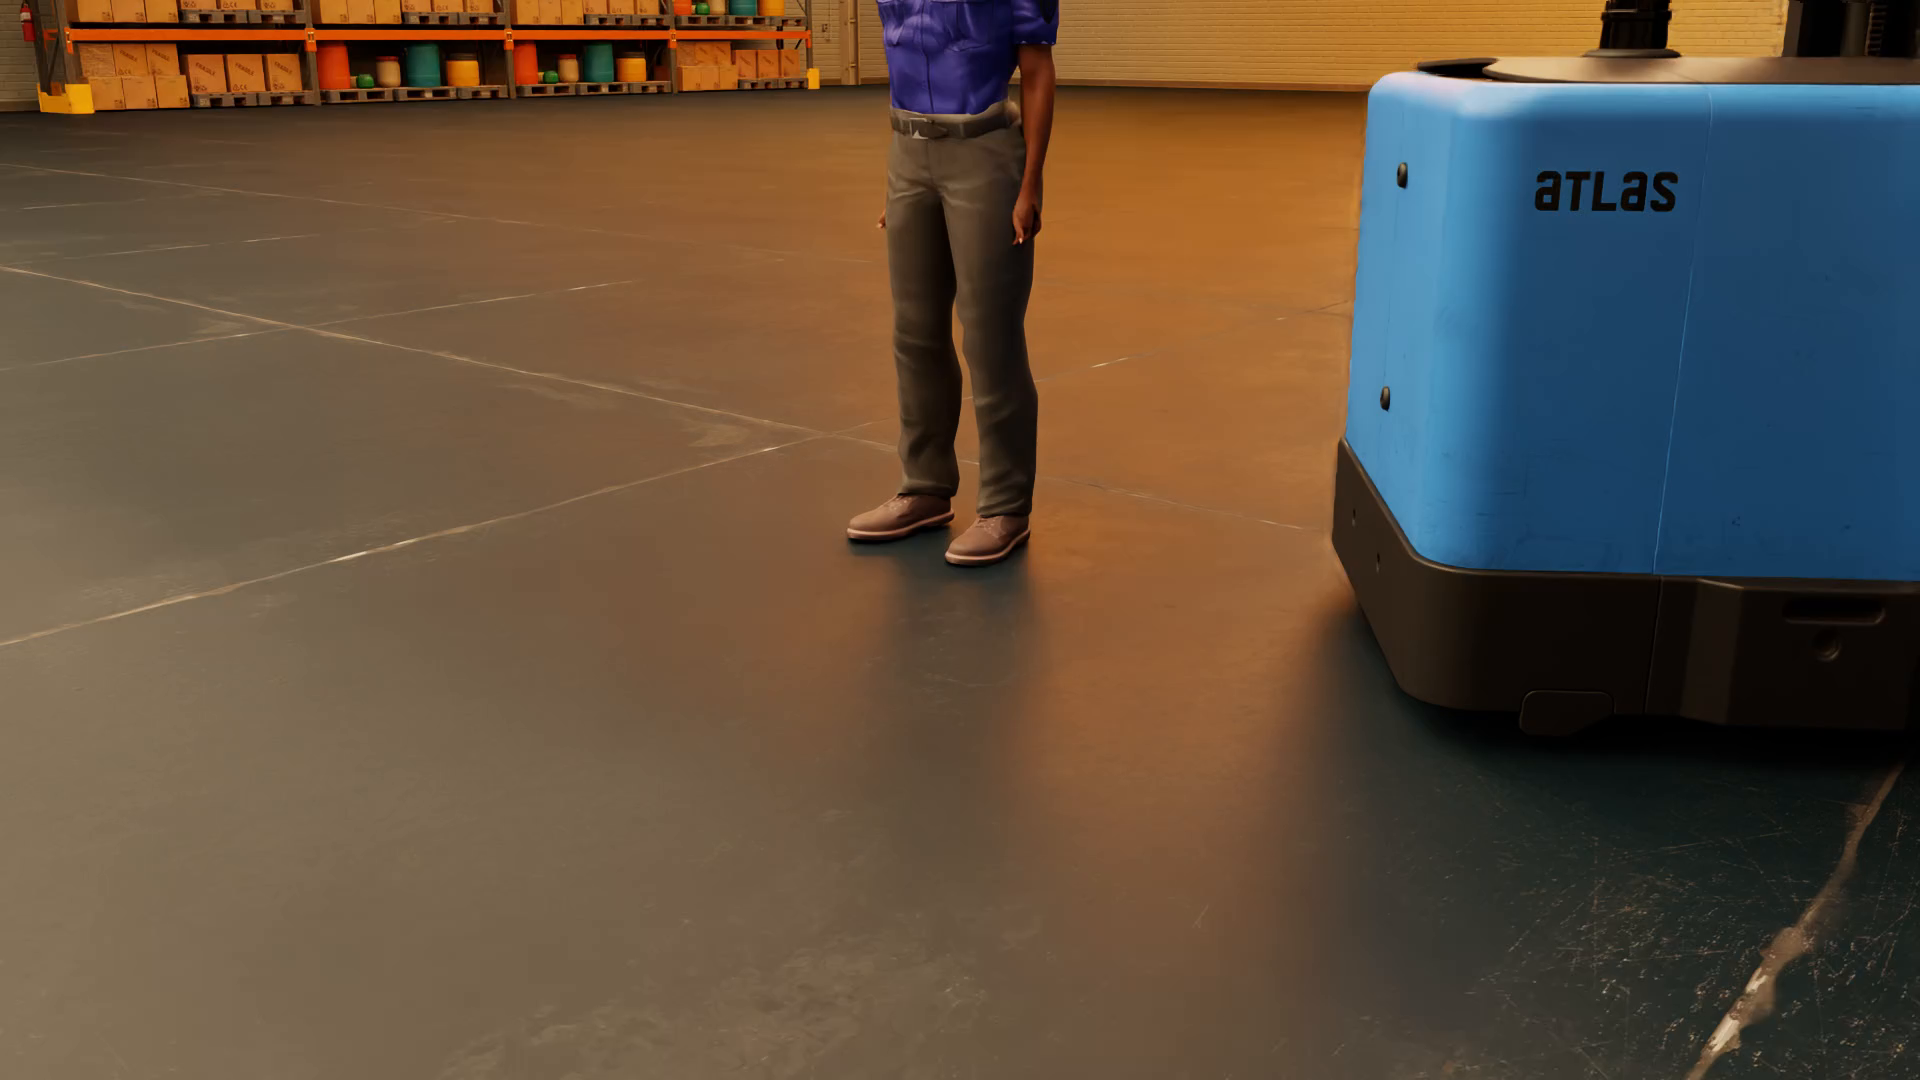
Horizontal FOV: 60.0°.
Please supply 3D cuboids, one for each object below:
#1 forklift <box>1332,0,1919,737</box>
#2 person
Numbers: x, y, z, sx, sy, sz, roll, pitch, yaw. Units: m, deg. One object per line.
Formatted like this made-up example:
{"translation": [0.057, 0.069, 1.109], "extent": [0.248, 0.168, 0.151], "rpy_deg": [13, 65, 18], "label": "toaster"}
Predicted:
{"translation": [2.299, -1.169, 2.748], "extent": [3.031, 2.935, 1.130], "rpy_deg": [1, 17, 4], "label": "forklift"}
{"translation": [-0.014, -0.788, 3.693], "extent": [0.451, 1.660, 0.335], "rpy_deg": [13, 21, 37], "label": "person"}
